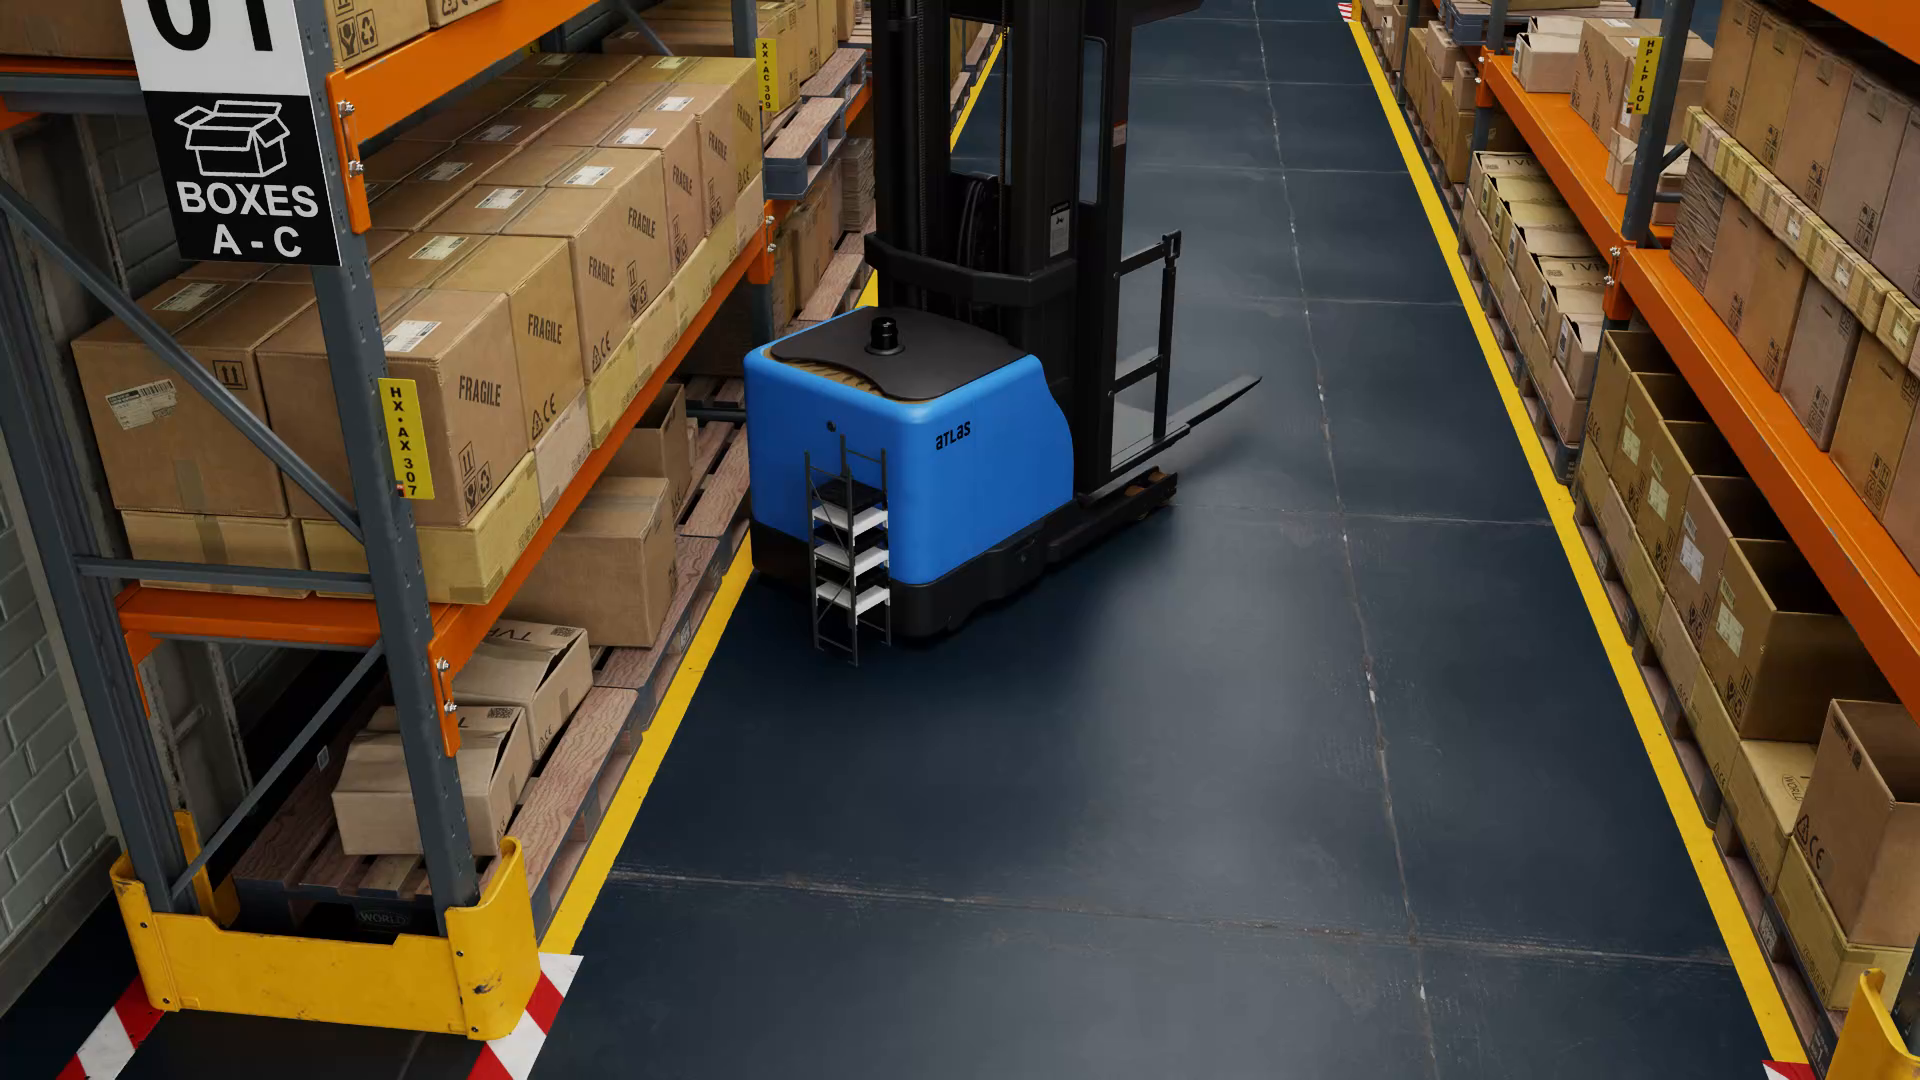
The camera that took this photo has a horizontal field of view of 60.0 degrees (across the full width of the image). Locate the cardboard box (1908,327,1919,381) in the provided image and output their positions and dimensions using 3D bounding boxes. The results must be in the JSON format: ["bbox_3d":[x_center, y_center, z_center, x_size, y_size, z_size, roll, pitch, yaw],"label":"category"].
[{"bbox_3d":[2.951,-0.496,4.719,0.380,0.149,0.250,4,29,7],"label":"cardboard box"}]

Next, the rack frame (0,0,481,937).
[{"bbox_3d":[-1.918,0.100,4.401,1.000,3.000,0.127,3,28,6],"label":"rack frame"}]

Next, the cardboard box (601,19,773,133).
[{"bbox_3d":[-1.332,-2.258,8.209,0.700,0.500,0.500,3,29,6],"label":"cardboard box"}]

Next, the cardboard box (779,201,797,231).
[{"bbox_3d":[-1.244,-2.006,9.692,0.500,0.250,0.500,3,28,5],"label":"cardboard box"}]

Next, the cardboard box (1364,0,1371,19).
[{"bbox_3d":[4.549,-5.653,17.516,0.500,0.250,0.500,3,28,6],"label":"cardboard box"}]

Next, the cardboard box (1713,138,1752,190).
[{"bbox_3d":[3.203,-1.471,6.528,0.380,0.149,0.250,3,28,5],"label":"cardboard box"}]

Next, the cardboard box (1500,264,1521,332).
[{"bbox_3d":[3.441,-1.401,9.644,0.500,0.250,0.500,4,29,7],"label":"cardboard box"}]

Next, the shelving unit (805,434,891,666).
[{"bbox_3d":[-0.448,0.046,6.716,0.258,0.900,0.210,21,35,34],"label":"shelving unit"}]

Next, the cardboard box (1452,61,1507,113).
[{"bbox_3d":[3.863,-3.283,12.063,0.500,0.250,0.500,4,29,8],"label":"cardboard box"}]

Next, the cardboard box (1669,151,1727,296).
[{"bbox_3d":[3.440,-1.331,6.953,0.700,0.500,0.500,3,28,5],"label":"cardboard box"}]

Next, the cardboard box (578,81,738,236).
[{"bbox_3d":[-1.235,-1.580,6.866,0.500,0.500,0.500,3,28,6],"label":"cardboard box"}]

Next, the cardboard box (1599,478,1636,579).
[{"bbox_3d":[3.065,-0.035,7.109,0.500,0.250,0.500,3,28,6],"label":"cardboard box"}]

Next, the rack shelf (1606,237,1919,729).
[{"bbox_3d":[3.244,-0.238,5.788,1.077,0.370,4.000,3,28,6],"label":"rack shelf"}]

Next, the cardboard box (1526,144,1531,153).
[{"bbox_3d":[4.377,-2.917,12.173,0.500,0.500,0.500,2,28,4],"label":"cardboard box"}]

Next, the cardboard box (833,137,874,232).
[{"bbox_3d":[-0.975,-2.417,11.245,0.700,0.500,0.500,4,29,7],"label":"cardboard box"}]

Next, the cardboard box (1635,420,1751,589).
[{"bbox_3d":[2.999,-0.130,6.494,0.500,0.500,0.500,3,28,6],"label":"cardboard box"}]

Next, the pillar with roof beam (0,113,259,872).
[{"bbox_3d":[1.581,-2.670,3.219,9.100,9.000,0.400,3,28,6],"label":"pillar with roof beam"}]

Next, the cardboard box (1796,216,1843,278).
[{"bbox_3d":[3.077,-0.981,5.620,0.380,0.149,0.250,3,28,6],"label":"cardboard box"}]

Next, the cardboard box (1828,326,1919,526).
[{"bbox_3d":[3.195,-0.357,5.145,0.700,0.500,0.500,4,29,7],"label":"cardboard box"}]

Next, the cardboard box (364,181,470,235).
[{"bbox_3d":[-1.941,-0.887,5.580,0.500,0.500,0.500,3,28,5],"label":"cardboard box"}]

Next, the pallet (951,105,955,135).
[{"bbox_3d":[-0.615,-3.377,13.796,1.003,0.211,1.213,3,28,6],"label":"pallet"}]

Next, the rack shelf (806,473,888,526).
[{"bbox_3d":[-0.448,-0.162,6.604,0.258,0.077,0.200,21,35,34],"label":"rack shelf"}]

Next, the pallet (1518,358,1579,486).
[{"bbox_3d":[3.540,-0.618,8.674,1.003,0.211,1.213,3,28,6],"label":"pallet"}]

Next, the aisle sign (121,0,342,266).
[{"bbox_3d":[-1.629,-0.993,3.689,0.394,0.787,0.004,3,28,6],"label":"aisle sign"}]

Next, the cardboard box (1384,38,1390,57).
[{"bbox_3d":[4.243,-4.665,15.789,0.380,0.149,0.250,3,28,6],"label":"cardboard box"}]

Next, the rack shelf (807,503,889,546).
[{"bbox_3d":[-0.448,-0.083,6.646,0.258,0.077,0.200,21,35,34],"label":"rack shelf"}]

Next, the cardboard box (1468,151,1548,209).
[{"bbox_3d":[3.623,-2.371,10.853,0.500,0.311,0.500,4,29,8],"label":"cardboard box"}]

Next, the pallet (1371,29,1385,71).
[{"bbox_3d":[4.701,-4.933,16.685,1.003,0.211,1.213,3,28,6],"label":"pallet"}]

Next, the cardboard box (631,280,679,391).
[{"bbox_3d":[-1.361,-0.776,6.165,0.500,0.250,0.500,4,29,7],"label":"cardboard box"}]

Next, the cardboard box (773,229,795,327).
[{"bbox_3d":[-1.341,-1.469,9.486,0.700,0.500,0.500,3,28,5],"label":"cardboard box"}]

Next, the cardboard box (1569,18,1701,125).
[{"bbox_3d":[3.789,-2.632,9.368,0.500,0.500,0.500,2,28,3],"label":"cardboard box"}]

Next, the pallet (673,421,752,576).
[{"bbox_3d":[-1.475,-0.237,7.967,1.003,0.211,1.213,3,28,6],"label":"pallet"}]

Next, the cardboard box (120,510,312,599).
[{"bbox_3d":[-2.053,-0.074,4.861,0.500,0.250,0.500,4,29,7],"label":"cardboard box"}]

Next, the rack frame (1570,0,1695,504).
[{"bbox_3d":[3.489,-1.496,7.365,1.000,3.000,0.127,3,28,6],"label":"rack frame"}]

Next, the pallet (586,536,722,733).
[{"bbox_3d":[-1.622,0.339,6.898,1.003,0.211,1.213,3,28,6],"label":"pallet"}]

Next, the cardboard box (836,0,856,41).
[{"bbox_3d":[-1.027,-3.417,10.360,0.700,0.500,0.500,1,28,1],"label":"cardboard box"}]

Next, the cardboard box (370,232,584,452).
[{"bbox_3d":[-1.491,-0.612,5.069,0.500,0.500,0.500,3,29,6],"label":"cardboard box"}]

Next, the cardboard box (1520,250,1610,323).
[{"bbox_3d":[3.375,-1.405,9.060,0.500,0.311,0.500,3,28,6],"label":"cardboard box"}]

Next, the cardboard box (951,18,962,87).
[{"bbox_3d":[-0.399,-4.473,14.714,0.750,0.750,0.750,4,29,7],"label":"cardboard box"}]

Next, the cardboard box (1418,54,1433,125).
[{"bbox_3d":[4.045,-3.655,13.544,0.500,0.500,0.500,4,29,7],"label":"cardboard box"}]

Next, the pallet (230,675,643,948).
[{"bbox_3d":[-1.774,0.912,5.835,1.003,0.211,1.213,3,28,6],"label":"pallet"}]

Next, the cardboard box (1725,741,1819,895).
[{"bbox_3d":[2.820,0.907,5.361,0.500,0.250,0.500,3,28,6],"label":"cardboard box"}]

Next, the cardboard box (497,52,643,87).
[{"bbox_3d":[-1.693,-1.846,7.361,0.500,0.500,0.500,3,28,5],"label":"cardboard box"}]

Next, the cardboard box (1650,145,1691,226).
[{"bbox_3d":[3.506,-1.665,7.835,0.500,0.250,0.500,5,29,9],"label":"cardboard box"}]

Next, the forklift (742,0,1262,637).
[{"bbox_3d":[0.398,-1.519,7.479,1.130,2.935,3.031,21,35,34],"label":"forklift"}]

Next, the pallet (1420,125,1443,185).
[{"bbox_3d":[4.260,-3.073,13.232,1.003,0.211,1.213,3,28,6],"label":"pallet"}]

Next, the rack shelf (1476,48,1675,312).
[{"bbox_3d":[3.734,-2.121,9.283,1.077,0.370,4.000,3,28,6],"label":"rack shelf"}]

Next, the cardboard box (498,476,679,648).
[{"bbox_3d":[-1.535,0.076,6.618,0.700,0.500,0.500,2,28,3],"label":"cardboard box"}]

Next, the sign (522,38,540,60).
[{"bbox_3d":[-1.980,-2.323,7.678,0.100,0.325,0.005,3,28,6],"label":"sign"}]

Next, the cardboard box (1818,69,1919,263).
[{"bbox_3d":[3.256,-1.194,5.329,0.700,0.500,0.500,3,28,6],"label":"cardboard box"}]
